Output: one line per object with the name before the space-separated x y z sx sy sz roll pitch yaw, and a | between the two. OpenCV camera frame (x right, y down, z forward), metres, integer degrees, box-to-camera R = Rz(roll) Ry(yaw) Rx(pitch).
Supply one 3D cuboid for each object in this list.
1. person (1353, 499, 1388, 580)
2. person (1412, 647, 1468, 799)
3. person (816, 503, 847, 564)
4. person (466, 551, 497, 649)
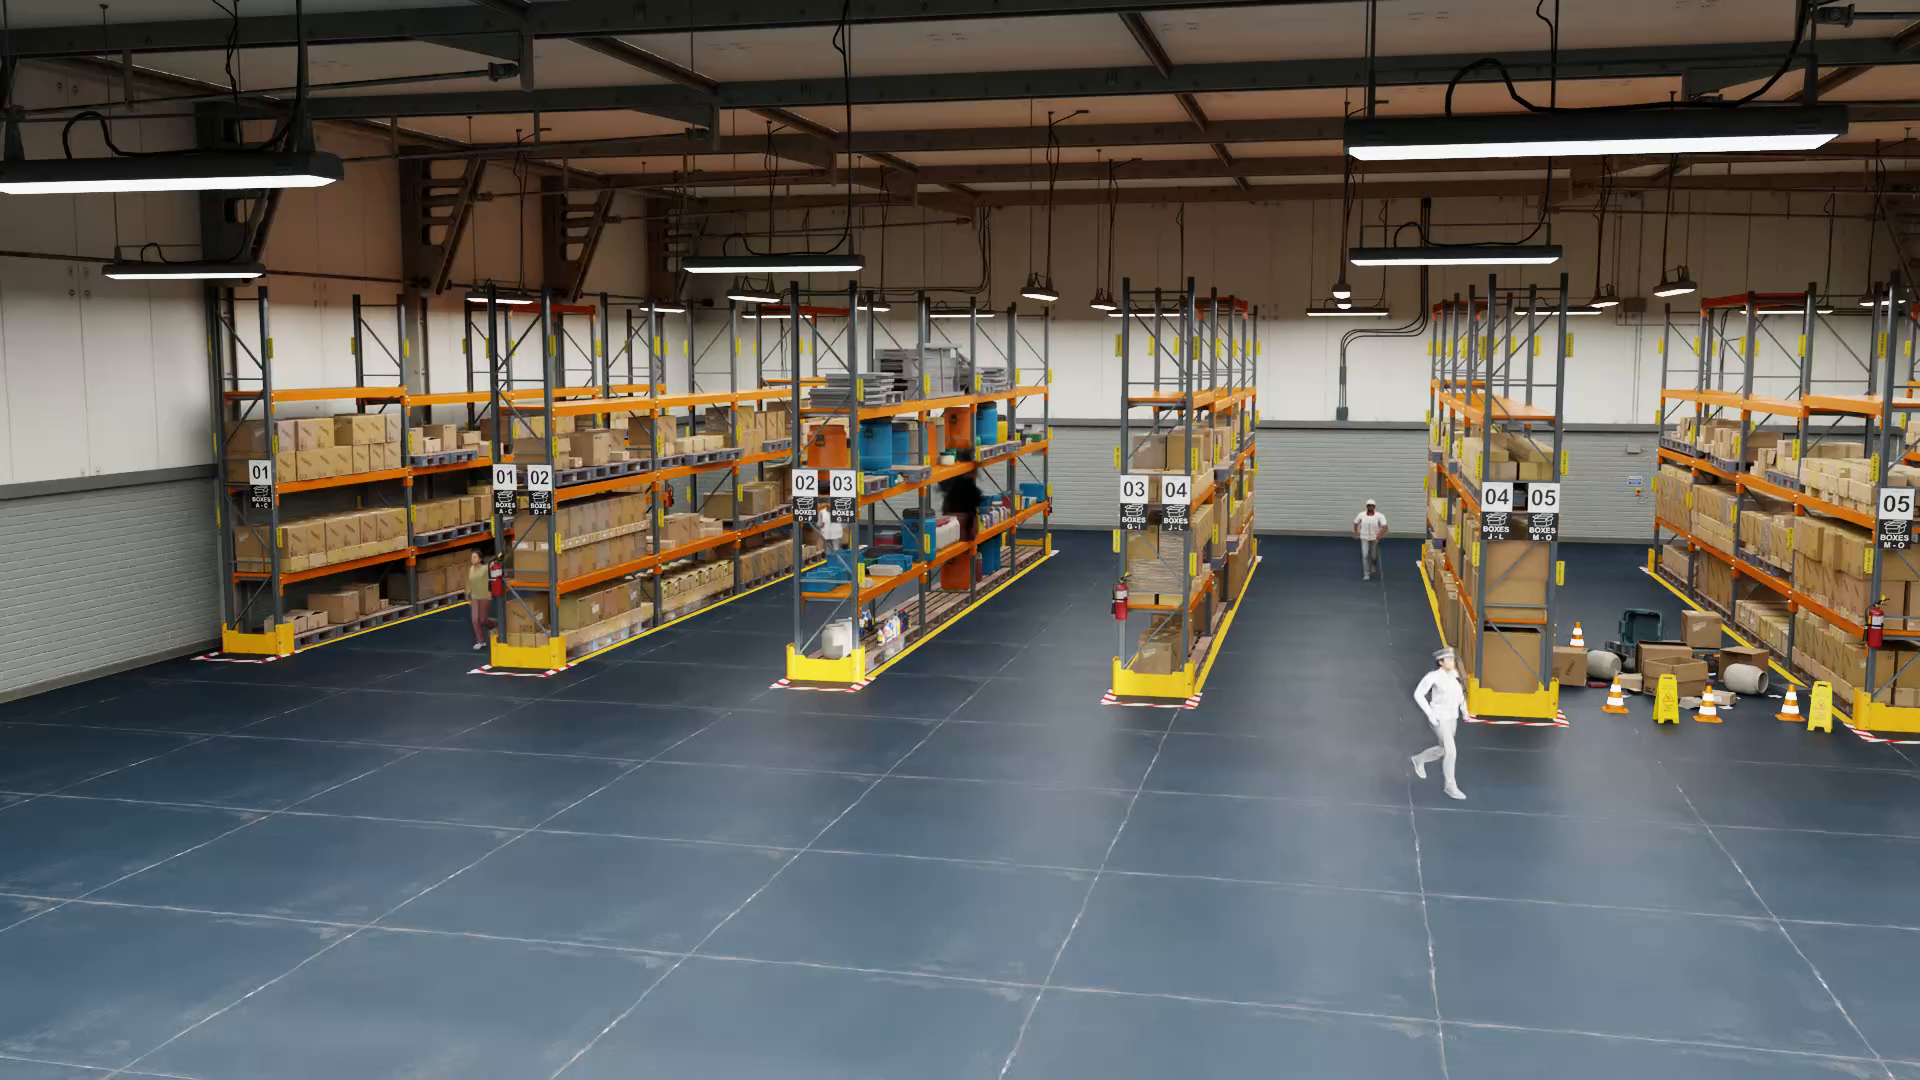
person | 8.928 -0.024 36.222 0.733 1.741 0.857 2 7 18
person | 5.431 2.025 18.839 0.632 1.694 0.818 -5 8 -34
person | -2.588 -0.003 33.432 0.605 1.851 0.812 1 7 6
person | -8.018 0.986 28.012 0.586 1.652 0.626 2 7 14
